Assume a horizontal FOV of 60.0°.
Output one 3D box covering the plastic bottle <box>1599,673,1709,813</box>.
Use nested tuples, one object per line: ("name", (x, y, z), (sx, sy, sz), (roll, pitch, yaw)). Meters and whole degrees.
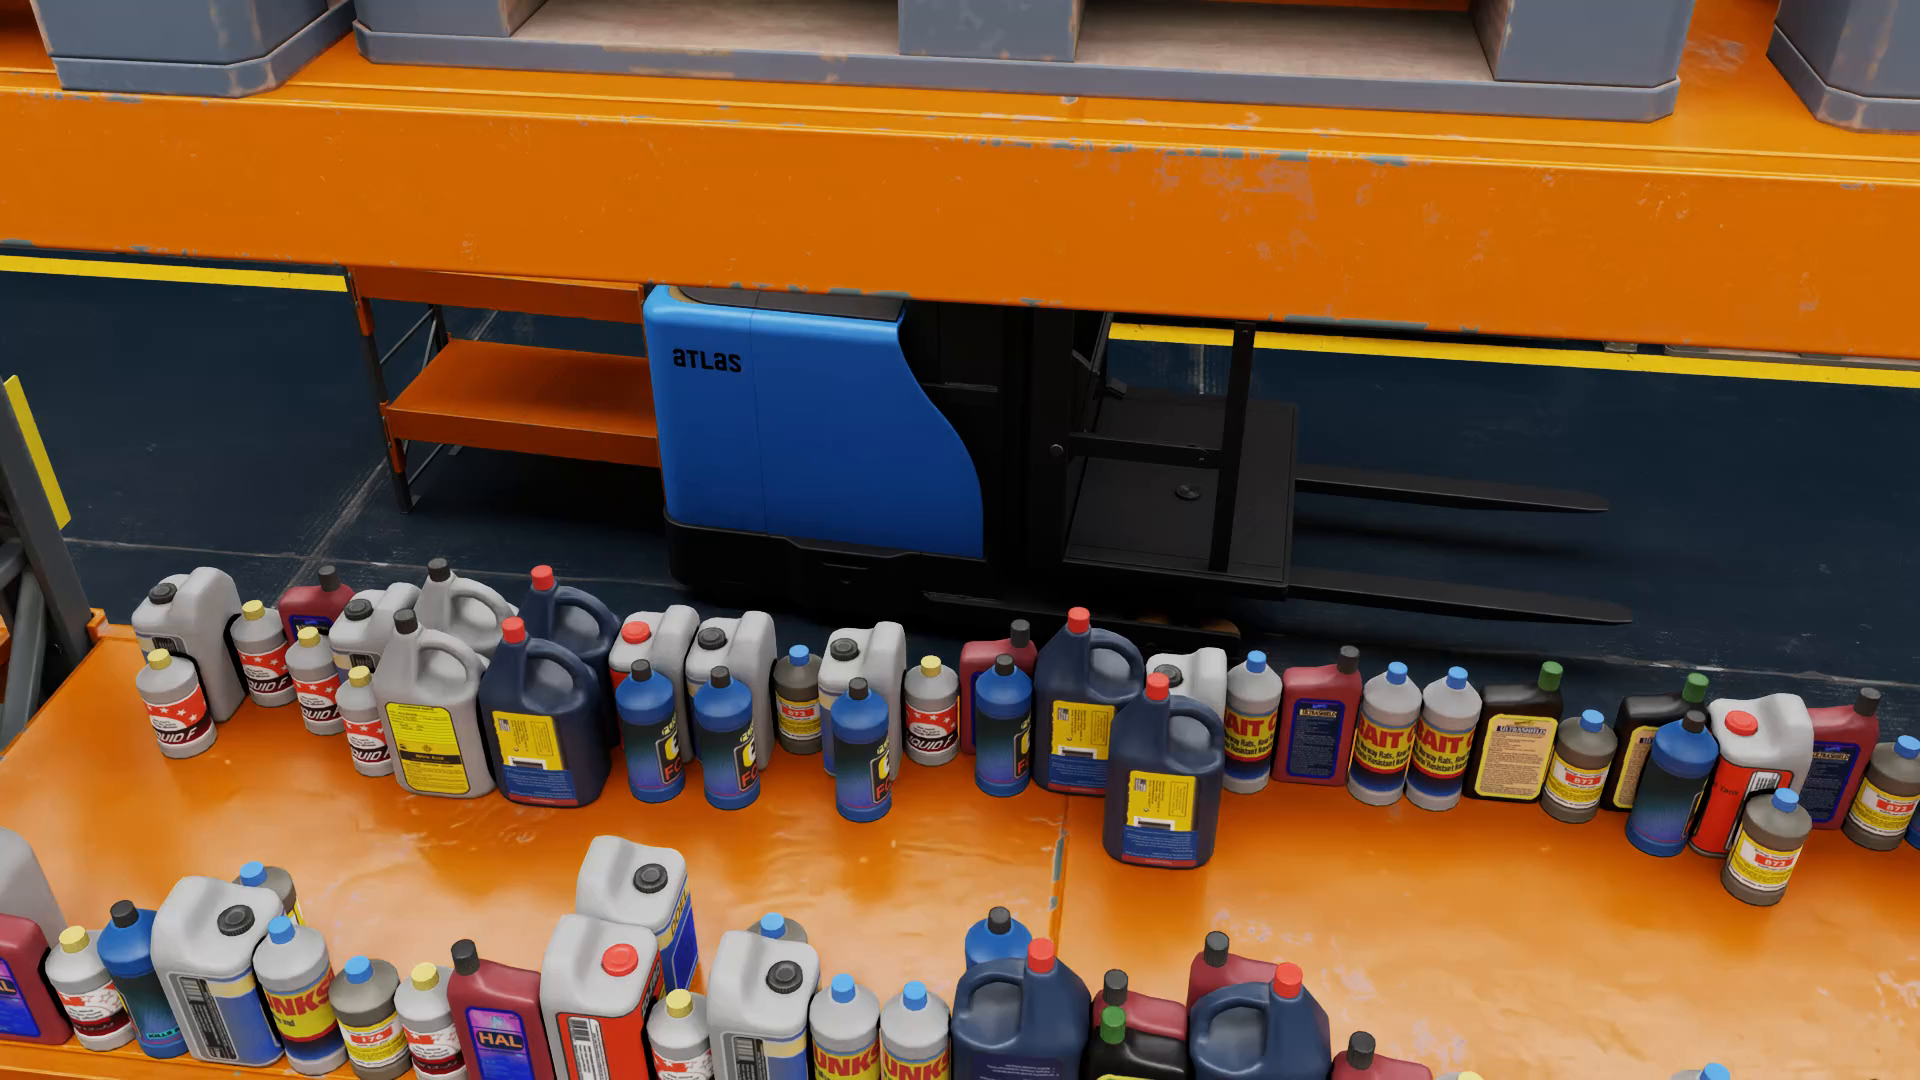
("plastic bottle", (1.166, 0.339, 2.793), (0.133, 0.283, 0.061), (4, 36, 6))

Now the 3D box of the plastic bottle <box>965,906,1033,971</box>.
("plastic bottle", (0.055, 0.632, 2.393), (0.097, 0.271, 0.097), (0, 36, 0))

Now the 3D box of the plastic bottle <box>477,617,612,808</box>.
("plastic bottle", (-0.709, 0.281, 2.817), (0.185, 0.351, 0.144), (4, 36, 6))

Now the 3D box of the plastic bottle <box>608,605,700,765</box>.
("plastic bottle", (-0.532, 0.242, 2.936), (0.135, 0.276, 0.152), (4, 36, 6))

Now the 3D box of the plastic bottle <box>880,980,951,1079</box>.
("plastic bottle", (-0.060, 0.708, 2.287), (0.097, 0.271, 0.097), (0, 36, 0))

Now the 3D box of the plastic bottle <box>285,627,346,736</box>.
("plastic bottle", (-1.152, 0.246, 2.995), (0.097, 0.201, 0.097), (0, 36, 0))

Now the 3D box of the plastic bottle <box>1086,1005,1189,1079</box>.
("plastic bottle", (0.236, 0.735, 2.238), (0.133, 0.283, 0.061), (4, 36, 6))

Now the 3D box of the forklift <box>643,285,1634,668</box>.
("forklift", (0.612, -1.123, 4.801), (3.031, 2.935, 1.130), (6, 36, 9))

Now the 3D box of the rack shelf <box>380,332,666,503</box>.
("rack shelf", (-1.419, -0.436, 5.814), (1.000, 0.278, 0.538), (7, 36, 9))

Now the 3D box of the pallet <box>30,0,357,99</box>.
("pallet", (-1.037, -0.858, 1.951), (1.003, 0.211, 1.213), (4, 36, 6))

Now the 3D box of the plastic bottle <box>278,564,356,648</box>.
("plastic bottle", (-1.160, 0.165, 3.036), (0.133, 0.283, 0.061), (4, 36, 6))

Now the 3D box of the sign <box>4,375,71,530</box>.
("sign", (-1.755, -0.145, 3.133), (0.005, 0.325, 0.100), (4, 36, 6))

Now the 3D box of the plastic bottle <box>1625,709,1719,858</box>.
("plastic bottle", (1.174, 0.391, 2.731), (0.097, 0.271, 0.097), (0, 36, 0))

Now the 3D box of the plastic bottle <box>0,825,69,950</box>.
("plastic bottle", (-1.479, 0.520, 2.482), (0.185, 0.351, 0.144), (4, 36, 6))

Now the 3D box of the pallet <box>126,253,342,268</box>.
("pallet", (-3.154, -1.625, 7.845), (1.213, 0.211, 1.003), (4, 36, 6))

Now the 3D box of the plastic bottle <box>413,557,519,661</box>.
("plastic bottle", (-0.874, 0.184, 2.953), (0.185, 0.351, 0.144), (4, 36, 6))

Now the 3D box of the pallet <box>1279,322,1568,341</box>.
("pallet", (1.999, -1.240, 7.306), (1.213, 0.211, 1.003), (4, 36, 6))

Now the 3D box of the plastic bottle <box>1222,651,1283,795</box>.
("plastic bottle", (0.495, 0.305, 2.852), (0.097, 0.271, 0.097), (0, 36, 0))

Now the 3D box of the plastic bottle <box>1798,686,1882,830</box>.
("plastic bottle", (1.432, 0.359, 2.766), (0.133, 0.283, 0.061), (4, 36, 6))

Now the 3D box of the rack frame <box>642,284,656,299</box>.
("rack frame", (-0.921, -0.578, 5.591), (0.032, 1.125, 0.500), (7, 36, 9))

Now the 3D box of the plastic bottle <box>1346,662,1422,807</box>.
("plastic bottle", (0.724, 0.322, 2.828), (0.097, 0.271, 0.097), (0, 36, 0))

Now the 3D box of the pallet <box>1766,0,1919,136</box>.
("pallet", (1.394, -0.677, 1.697), (1.213, 0.211, 1.003), (4, 36, 6))

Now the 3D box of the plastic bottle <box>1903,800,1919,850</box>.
("plastic bottle", (1.641, 0.390, 2.732), (0.097, 0.271, 0.097), (0, 36, 0))

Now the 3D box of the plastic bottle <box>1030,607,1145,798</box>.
("plastic bottle", (0.219, 0.265, 2.839), (0.185, 0.351, 0.144), (4, 36, 6))

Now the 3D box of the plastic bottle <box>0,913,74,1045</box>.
("plastic bottle", (-1.385, 0.615, 2.407), (0.133, 0.283, 0.061), (4, 36, 6))

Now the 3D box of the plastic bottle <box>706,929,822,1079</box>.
("plastic bottle", (-0.268, 0.674, 2.330), (0.135, 0.276, 0.152), (4, 36, 6))

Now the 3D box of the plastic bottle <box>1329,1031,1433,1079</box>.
("plastic bottle", (0.551, 0.759, 2.205), (0.133, 0.283, 0.061), (4, 36, 6))

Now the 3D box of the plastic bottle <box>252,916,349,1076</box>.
("plastic bottle", (-0.942, 0.642, 2.379), (0.097, 0.271, 0.097), (0, 36, 0))

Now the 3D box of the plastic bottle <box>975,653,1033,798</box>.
("plastic bottle", (0.074, 0.309, 2.846), (0.097, 0.271, 0.097), (0, 36, 0))

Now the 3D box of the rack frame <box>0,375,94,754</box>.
("rack frame", (-1.827, 0.284, 2.770), (0.127, 3.000, 1.000), (4, 36, 6))

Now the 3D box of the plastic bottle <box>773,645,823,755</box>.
("plastic bottle", (-0.280, 0.275, 2.953), (0.097, 0.201, 0.097), (0, 36, 0))

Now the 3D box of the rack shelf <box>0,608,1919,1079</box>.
("rack shelf", (0.157, 0.725, 2.771), (4.000, 0.370, 1.077), (4, 36, 6))

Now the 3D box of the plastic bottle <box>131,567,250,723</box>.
("plastic bottle", (-1.395, 0.178, 3.026), (0.135, 0.276, 0.152), (4, 36, 6))

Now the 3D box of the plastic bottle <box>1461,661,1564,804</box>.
("plastic bottle", (0.938, 0.322, 2.817), (0.133, 0.283, 0.061), (4, 36, 6))

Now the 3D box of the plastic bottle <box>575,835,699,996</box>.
("plastic bottle", (-0.479, 0.569, 2.477), (0.135, 0.276, 0.152), (4, 36, 6))

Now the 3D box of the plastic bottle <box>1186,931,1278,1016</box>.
("plastic bottle", (0.386, 0.662, 2.340), (0.133, 0.283, 0.061), (4, 36, 6))

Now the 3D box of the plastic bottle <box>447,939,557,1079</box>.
("plastic bottle", (-0.637, 0.670, 2.329), (0.133, 0.283, 0.061), (4, 36, 6))

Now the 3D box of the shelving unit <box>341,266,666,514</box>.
("shelving unit", (-1.419, -0.635, 5.671), (1.048, 1.125, 0.538), (7, 36, 9))

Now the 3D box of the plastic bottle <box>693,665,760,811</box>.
("plastic bottle", (-0.396, 0.327, 2.820), (0.097, 0.271, 0.097), (0, 36, 0))

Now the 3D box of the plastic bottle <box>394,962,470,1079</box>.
("plastic bottle", (-0.749, 0.685, 2.379), (0.097, 0.201, 0.097), (0, 36, 0))

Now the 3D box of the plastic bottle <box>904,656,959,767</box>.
("plastic bottle", (-0.050, 0.292, 2.929), (0.097, 0.201, 0.097), (0, 36, 0))

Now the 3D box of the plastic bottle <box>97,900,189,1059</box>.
("plastic bottle", (-1.172, 0.625, 2.403), (0.097, 0.271, 0.097), (0, 36, 0))
